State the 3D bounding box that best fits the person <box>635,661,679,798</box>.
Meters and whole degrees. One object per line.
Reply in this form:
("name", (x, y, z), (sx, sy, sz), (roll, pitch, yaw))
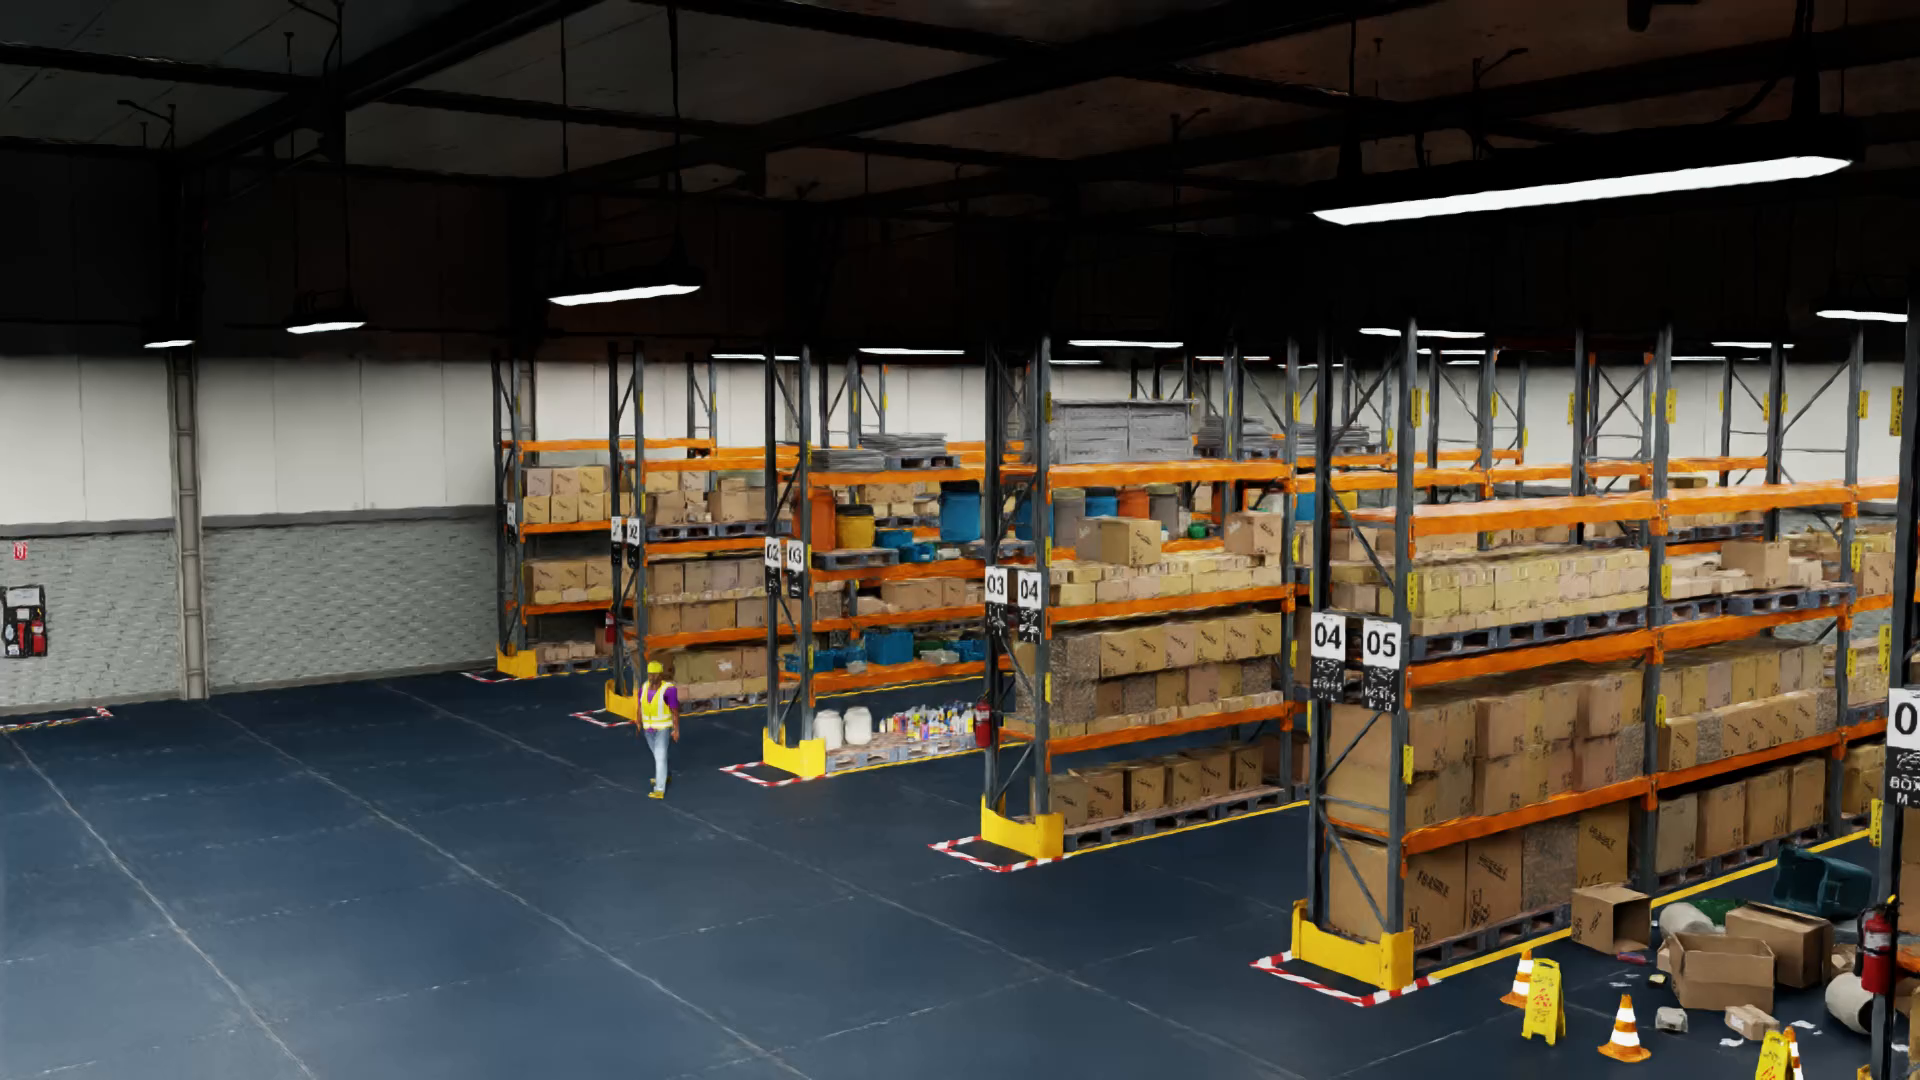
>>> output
("person", (-3.924, 2.416, 21.487), (0.591, 1.740, 0.940), (3, 6, 27))
